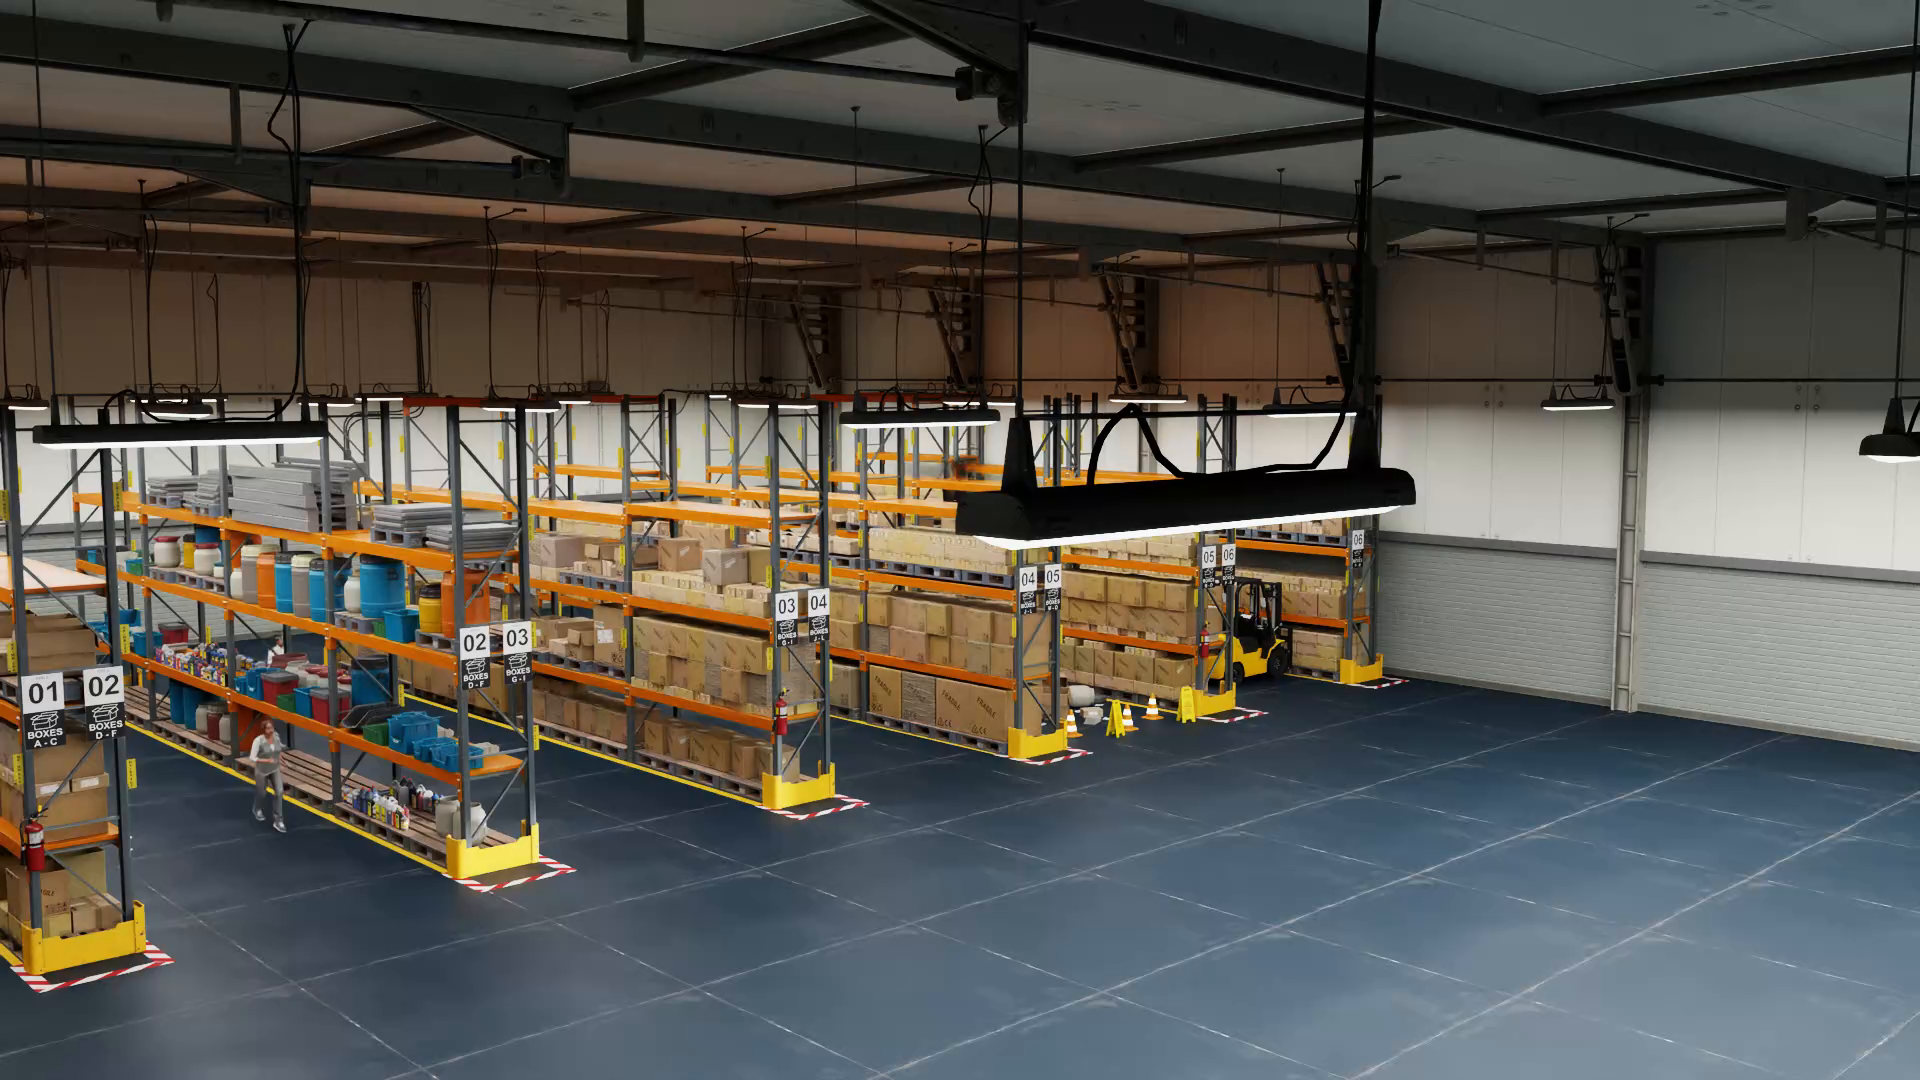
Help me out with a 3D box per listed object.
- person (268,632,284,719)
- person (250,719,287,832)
[{"bbox_3d":[-12.492,2.537,30.621,0.813,1.738,0.554,5,7,42],"label":"person"},{"bbox_3d":[-9.768,3.279,23.423,0.543,1.578,0.915,-5,8,-43],"label":"person"}]
